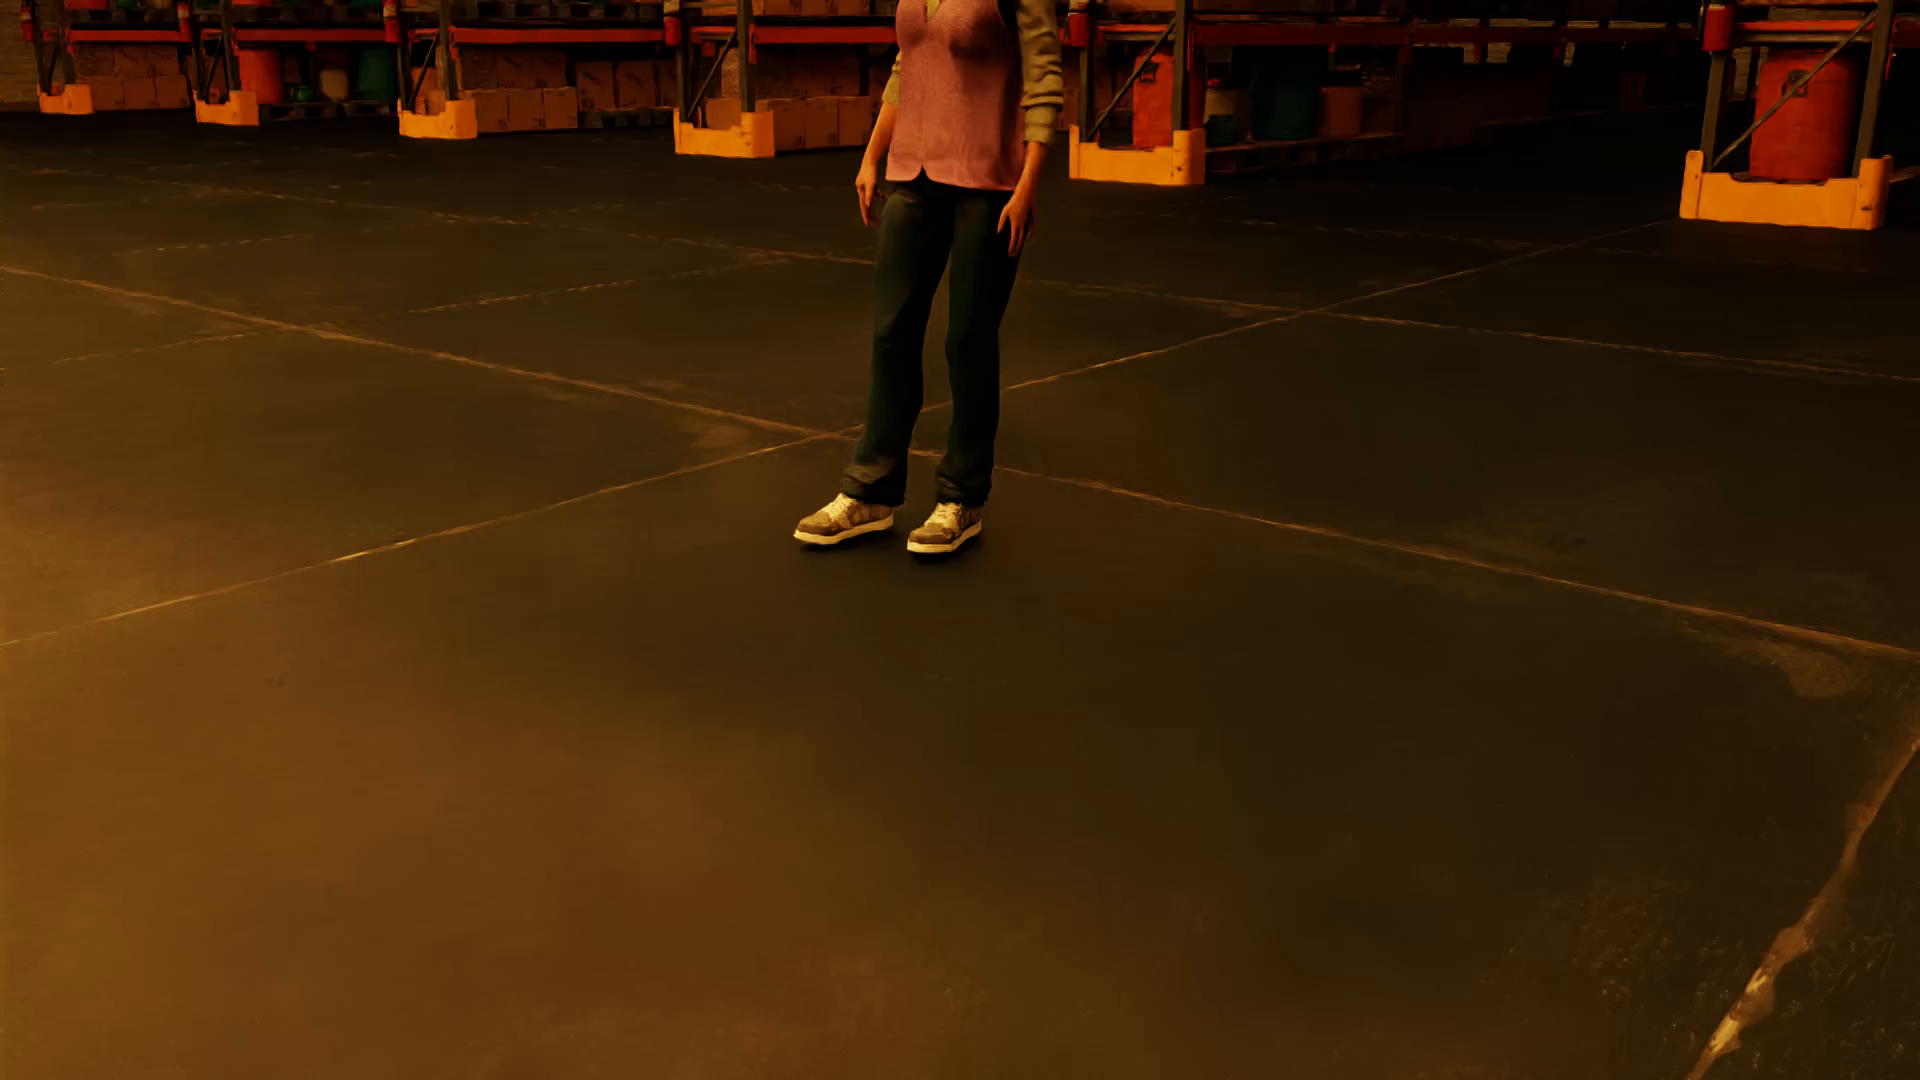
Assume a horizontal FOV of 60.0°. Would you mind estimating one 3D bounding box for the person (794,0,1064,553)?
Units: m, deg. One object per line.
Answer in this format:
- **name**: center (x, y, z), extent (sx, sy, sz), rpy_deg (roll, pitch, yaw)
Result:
- **person**: center (-0.058, -0.757, 3.661), extent (0.520, 1.597, 0.474), rpy_deg (13, 21, 37)
